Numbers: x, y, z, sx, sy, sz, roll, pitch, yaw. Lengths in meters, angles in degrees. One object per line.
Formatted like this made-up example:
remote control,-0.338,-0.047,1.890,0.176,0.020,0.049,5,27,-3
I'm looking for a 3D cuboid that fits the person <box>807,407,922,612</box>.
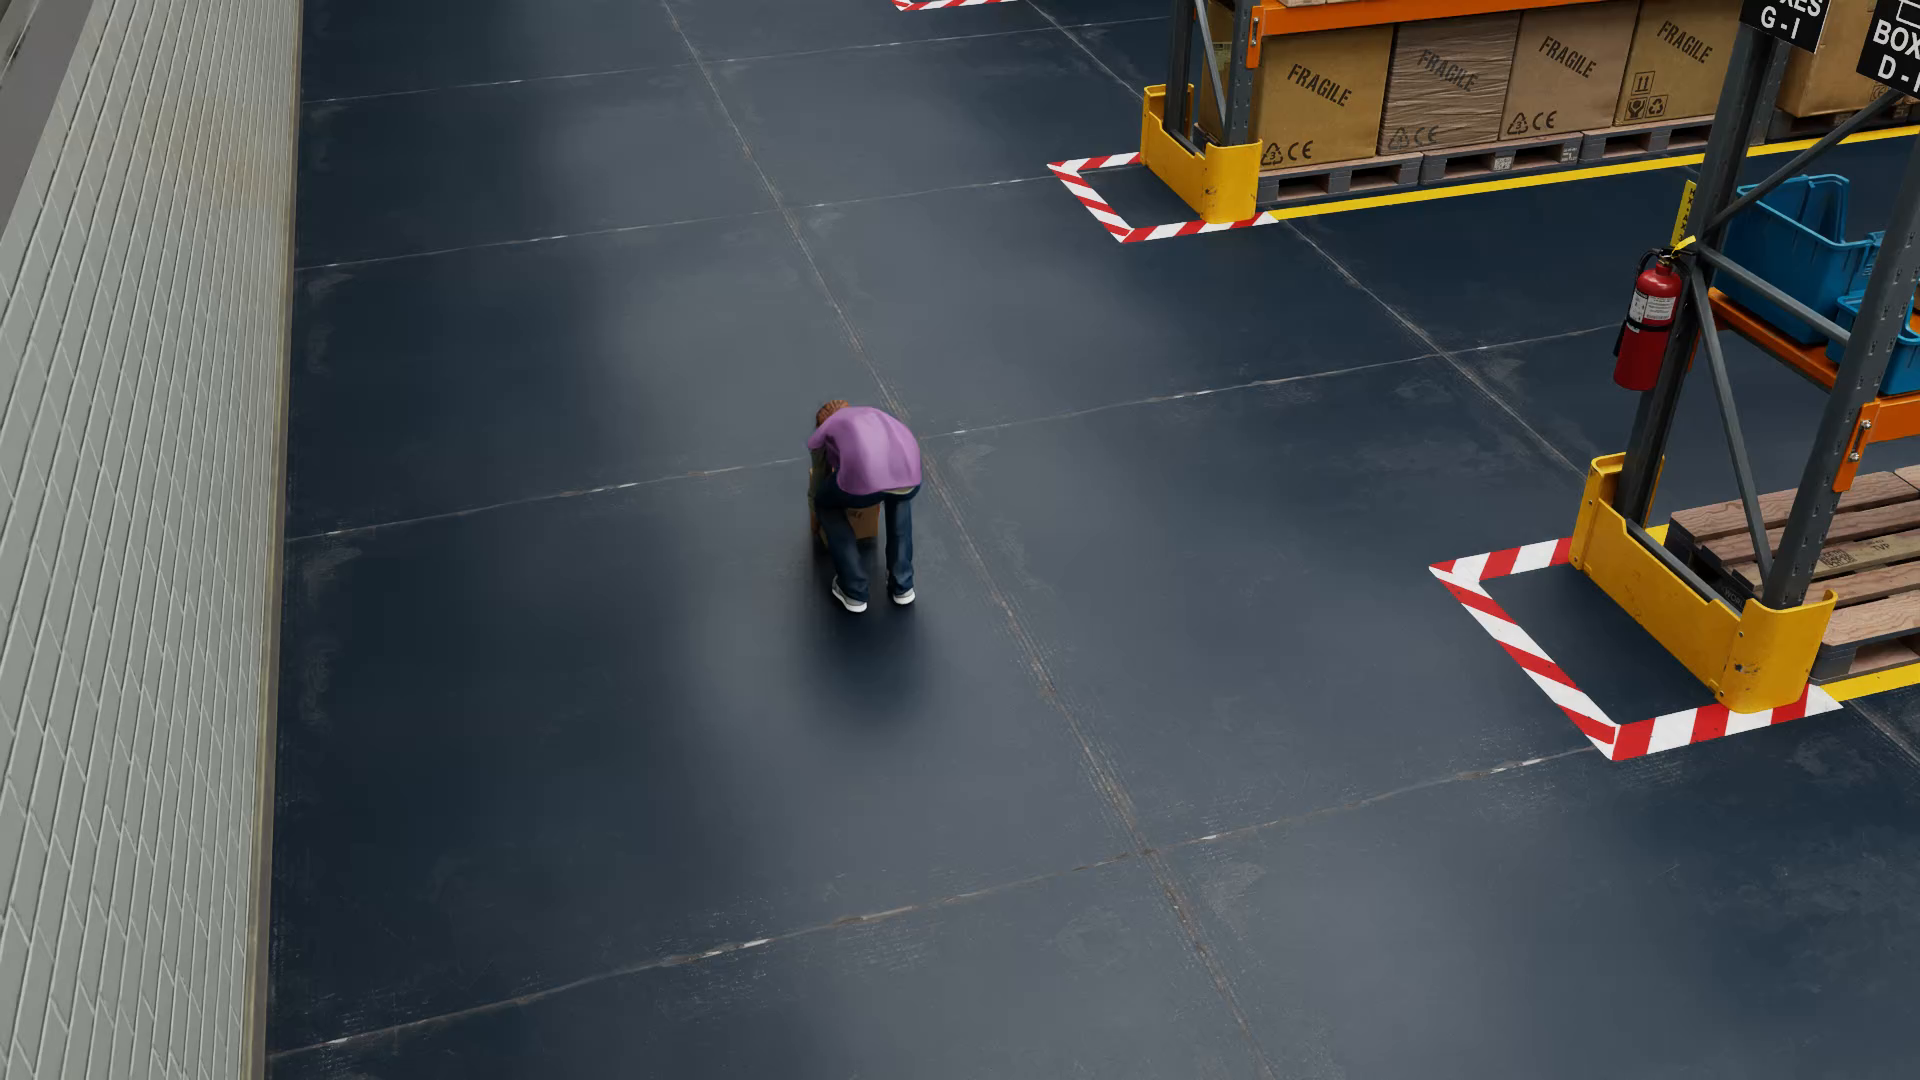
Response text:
person,-0.399,-0.169,7.028,0.424,0.886,0.715,-12,36,-17
